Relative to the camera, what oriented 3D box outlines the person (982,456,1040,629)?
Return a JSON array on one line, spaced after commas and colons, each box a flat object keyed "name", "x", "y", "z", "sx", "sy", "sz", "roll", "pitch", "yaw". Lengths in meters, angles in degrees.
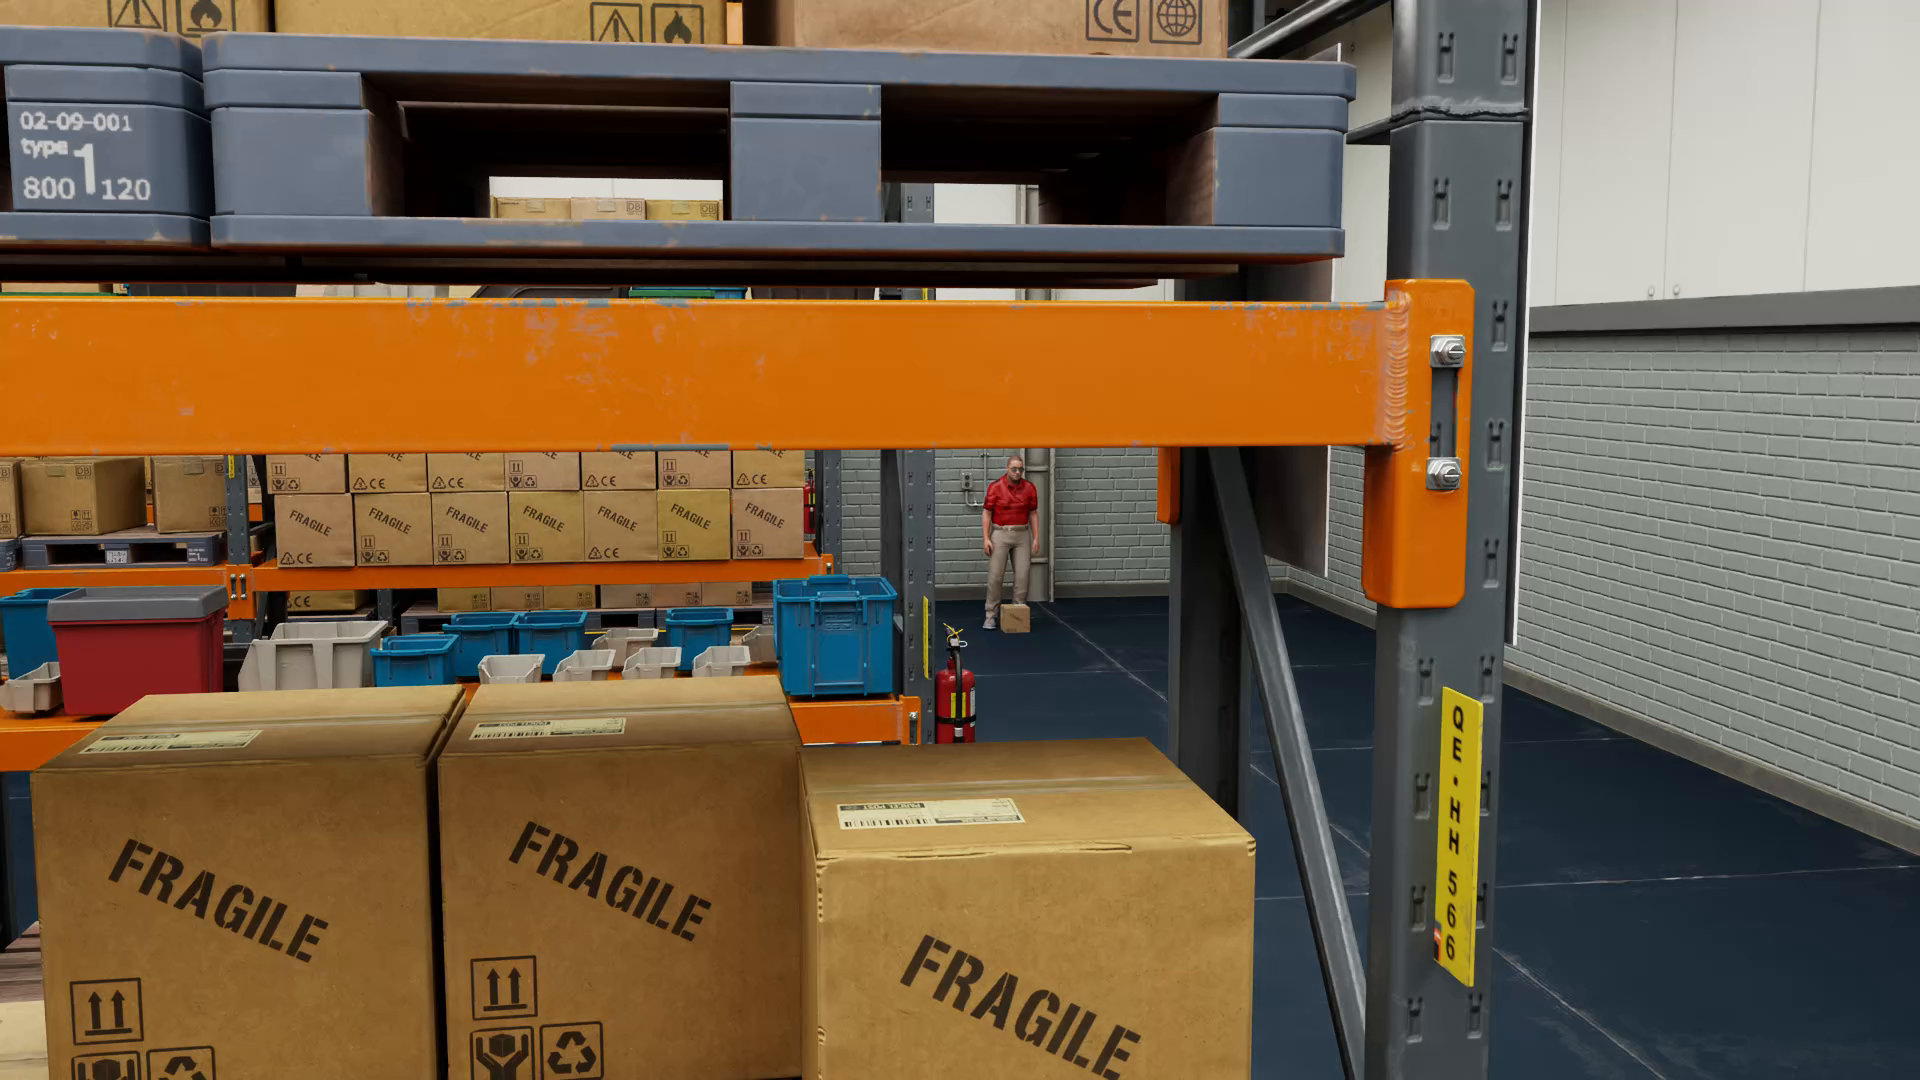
[{"name": "person", "x": 0.511, "y": 0.017, "z": 16.622, "sx": 0.606, "sy": 1.726, "sz": 0.435, "roll": -1, "pitch": 7, "yaw": -12}]
